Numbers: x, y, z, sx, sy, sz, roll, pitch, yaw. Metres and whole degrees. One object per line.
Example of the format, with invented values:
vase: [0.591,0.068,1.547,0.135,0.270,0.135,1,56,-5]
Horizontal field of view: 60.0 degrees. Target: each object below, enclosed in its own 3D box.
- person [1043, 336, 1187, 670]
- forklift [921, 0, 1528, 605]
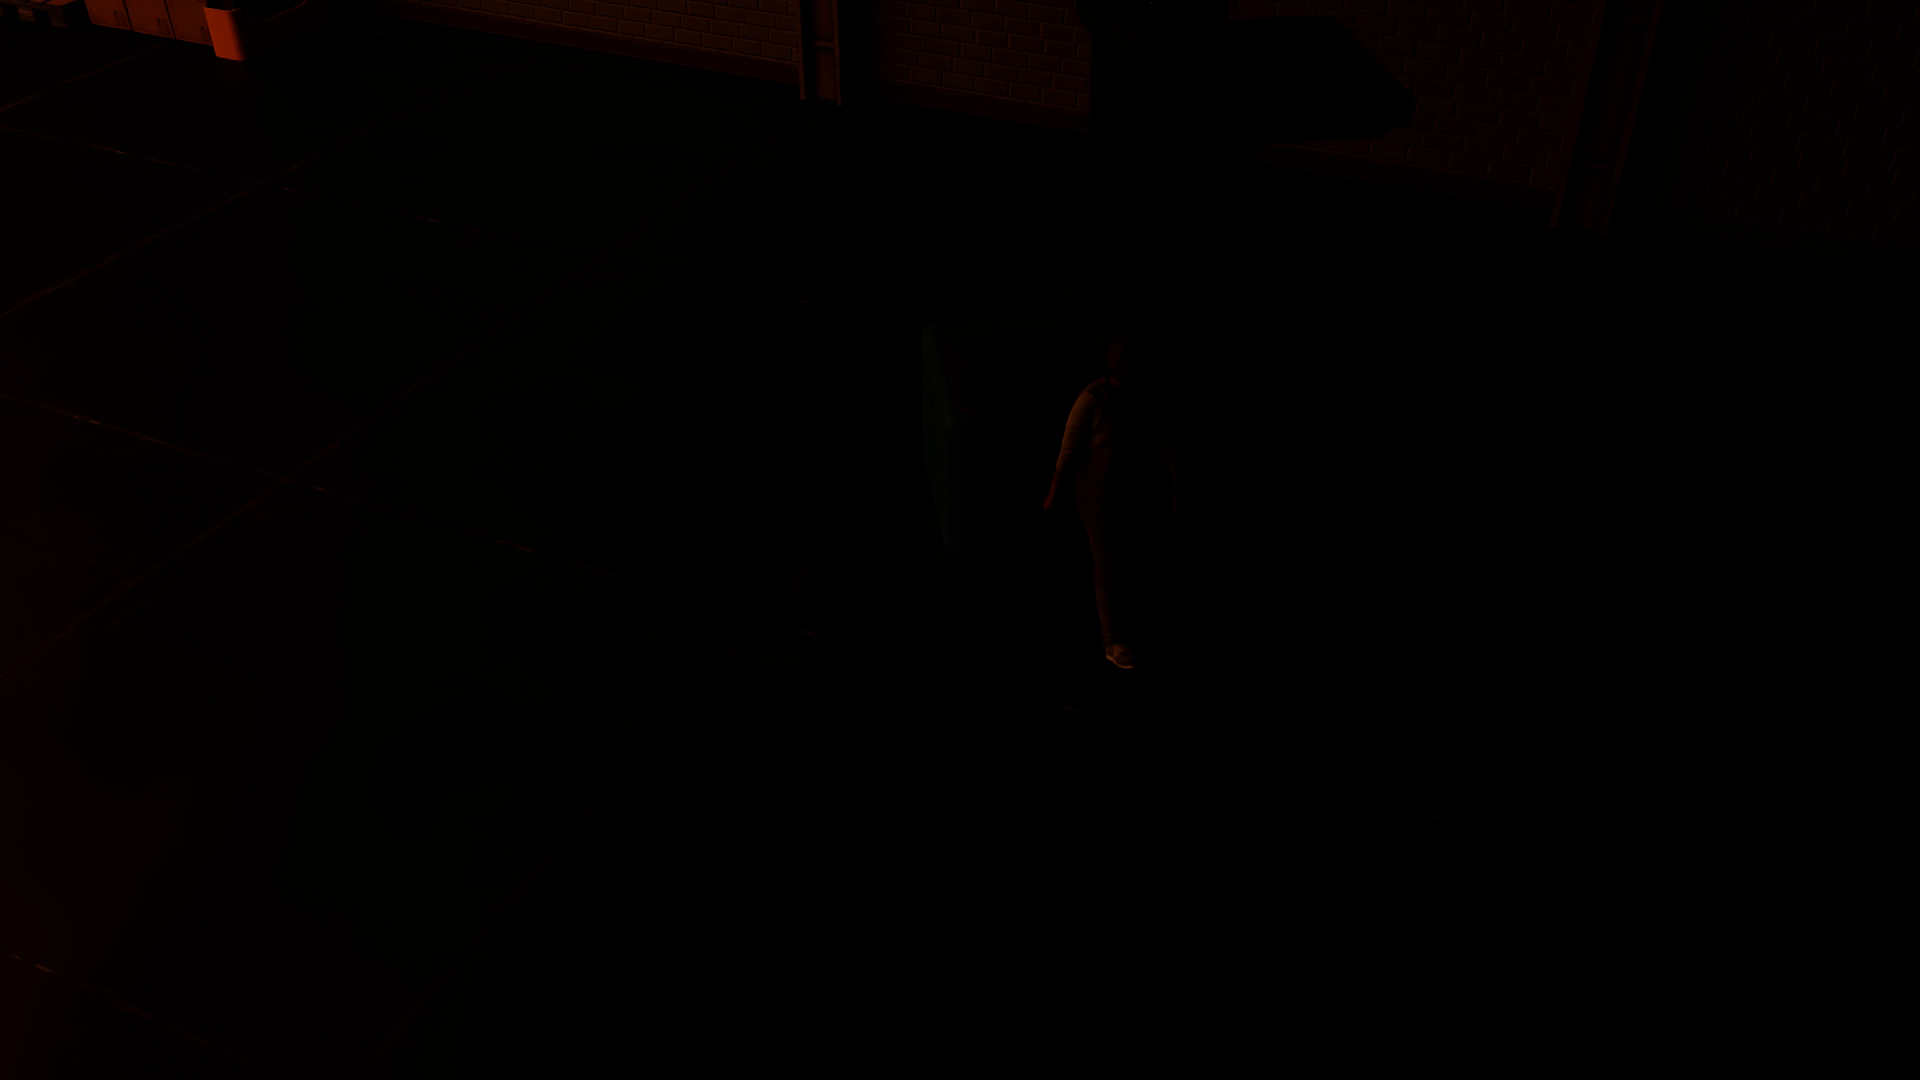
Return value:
person: [0.705,-0.185,7.573,0.560,1.569,0.830,-20,40,-26]
forklift: [1.355,-1.261,7.854,3.031,2.935,1.130,-5,36,-7]
